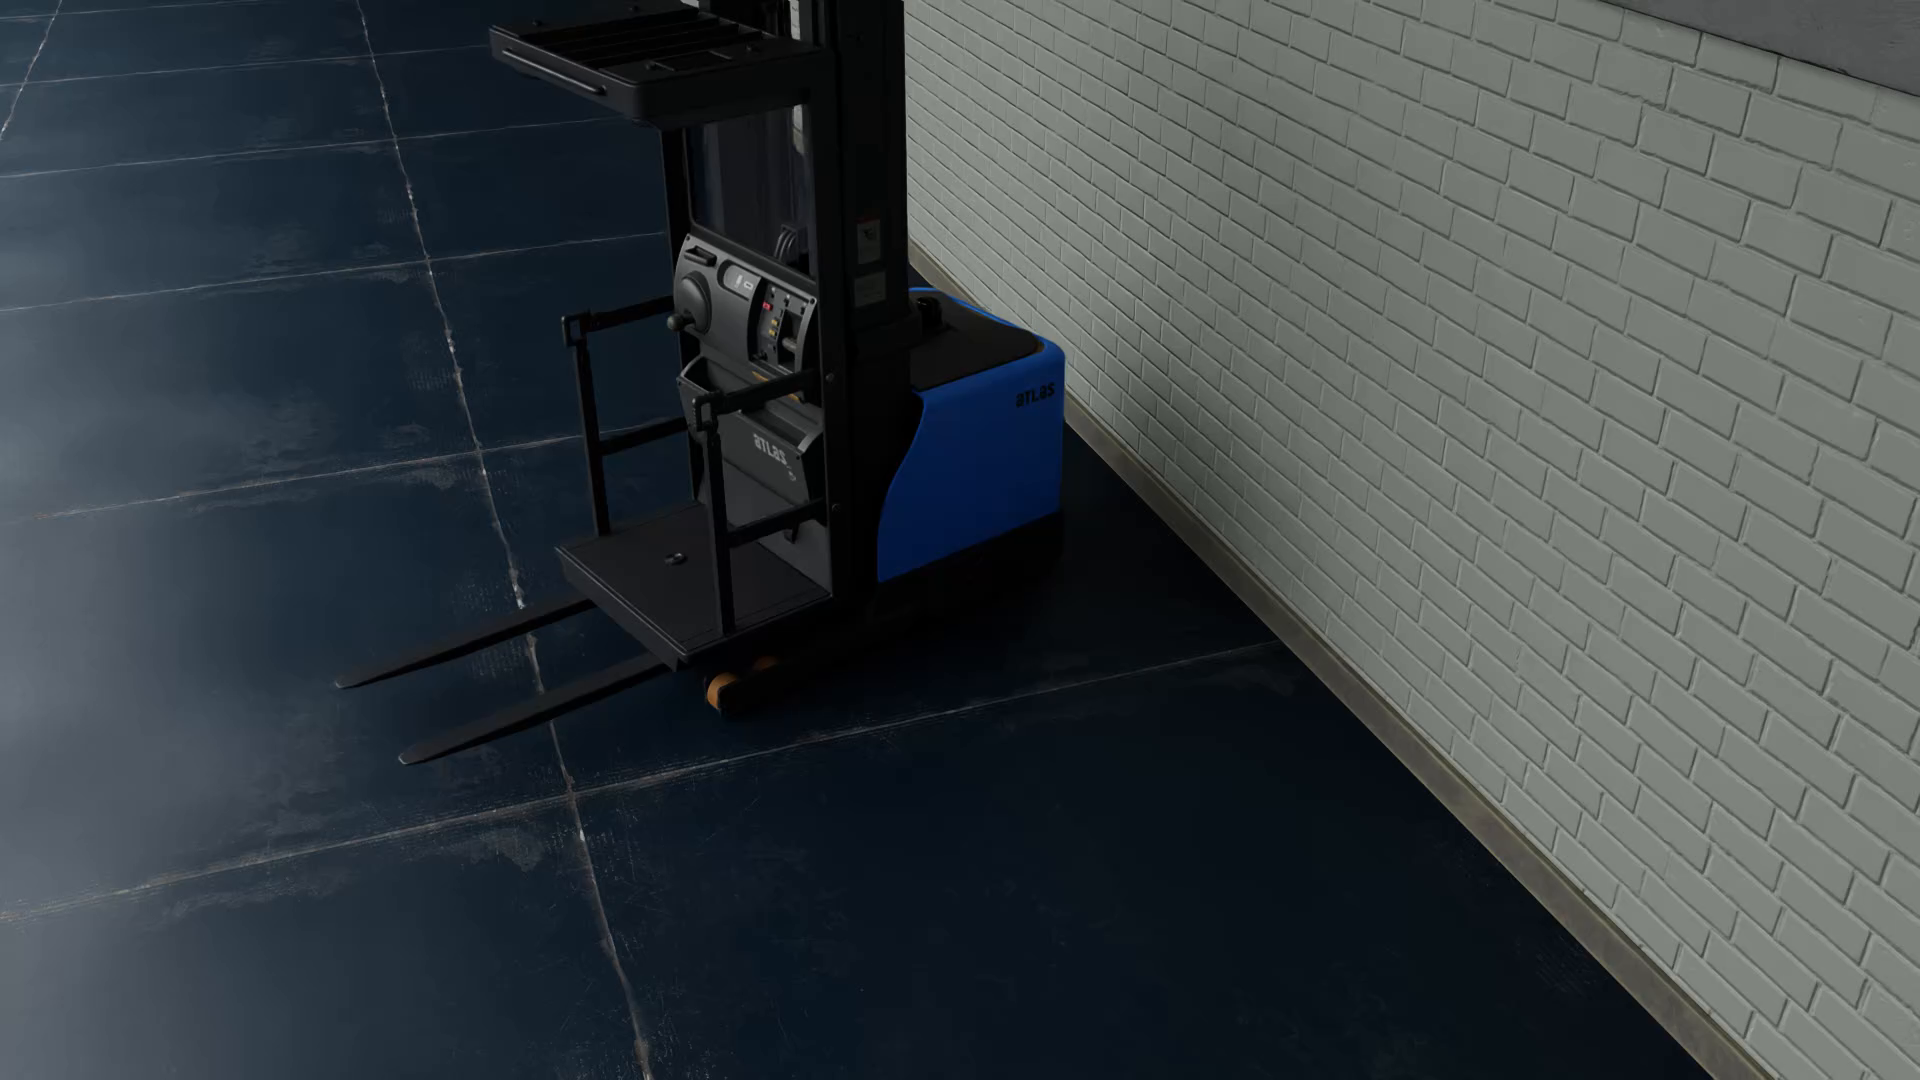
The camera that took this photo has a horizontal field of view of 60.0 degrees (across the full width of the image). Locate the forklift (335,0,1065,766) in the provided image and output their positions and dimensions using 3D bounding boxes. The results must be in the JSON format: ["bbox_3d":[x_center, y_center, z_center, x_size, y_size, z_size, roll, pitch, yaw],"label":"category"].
[{"bbox_3d":[-1.003,-0.881,6.335,3.031,2.935,1.130,-22,36,-33],"label":"forklift"}]
